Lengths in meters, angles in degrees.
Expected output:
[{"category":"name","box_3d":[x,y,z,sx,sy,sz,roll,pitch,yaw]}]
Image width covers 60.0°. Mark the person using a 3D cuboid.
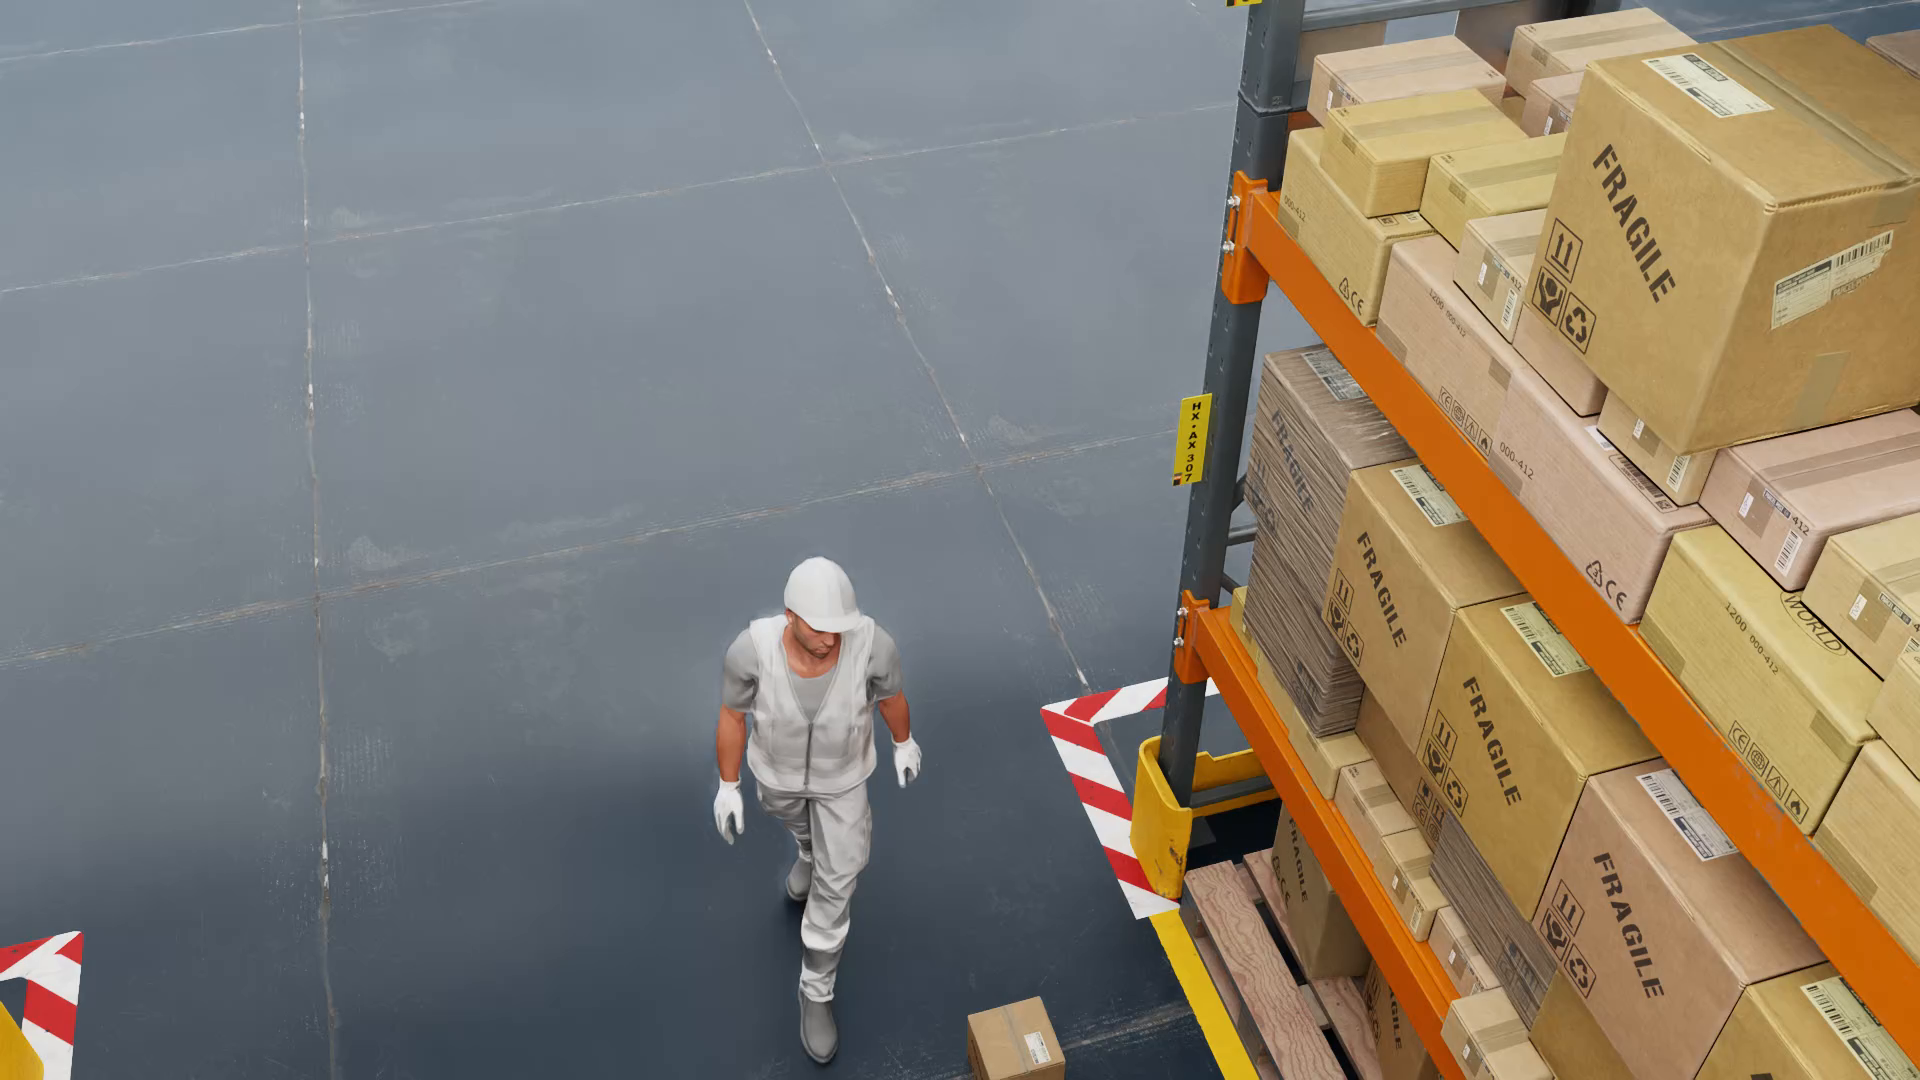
[{"category":"person","box_3d":[-0.455,0.787,5.263,0.643,1.750,0.923,1,42,1]}]
